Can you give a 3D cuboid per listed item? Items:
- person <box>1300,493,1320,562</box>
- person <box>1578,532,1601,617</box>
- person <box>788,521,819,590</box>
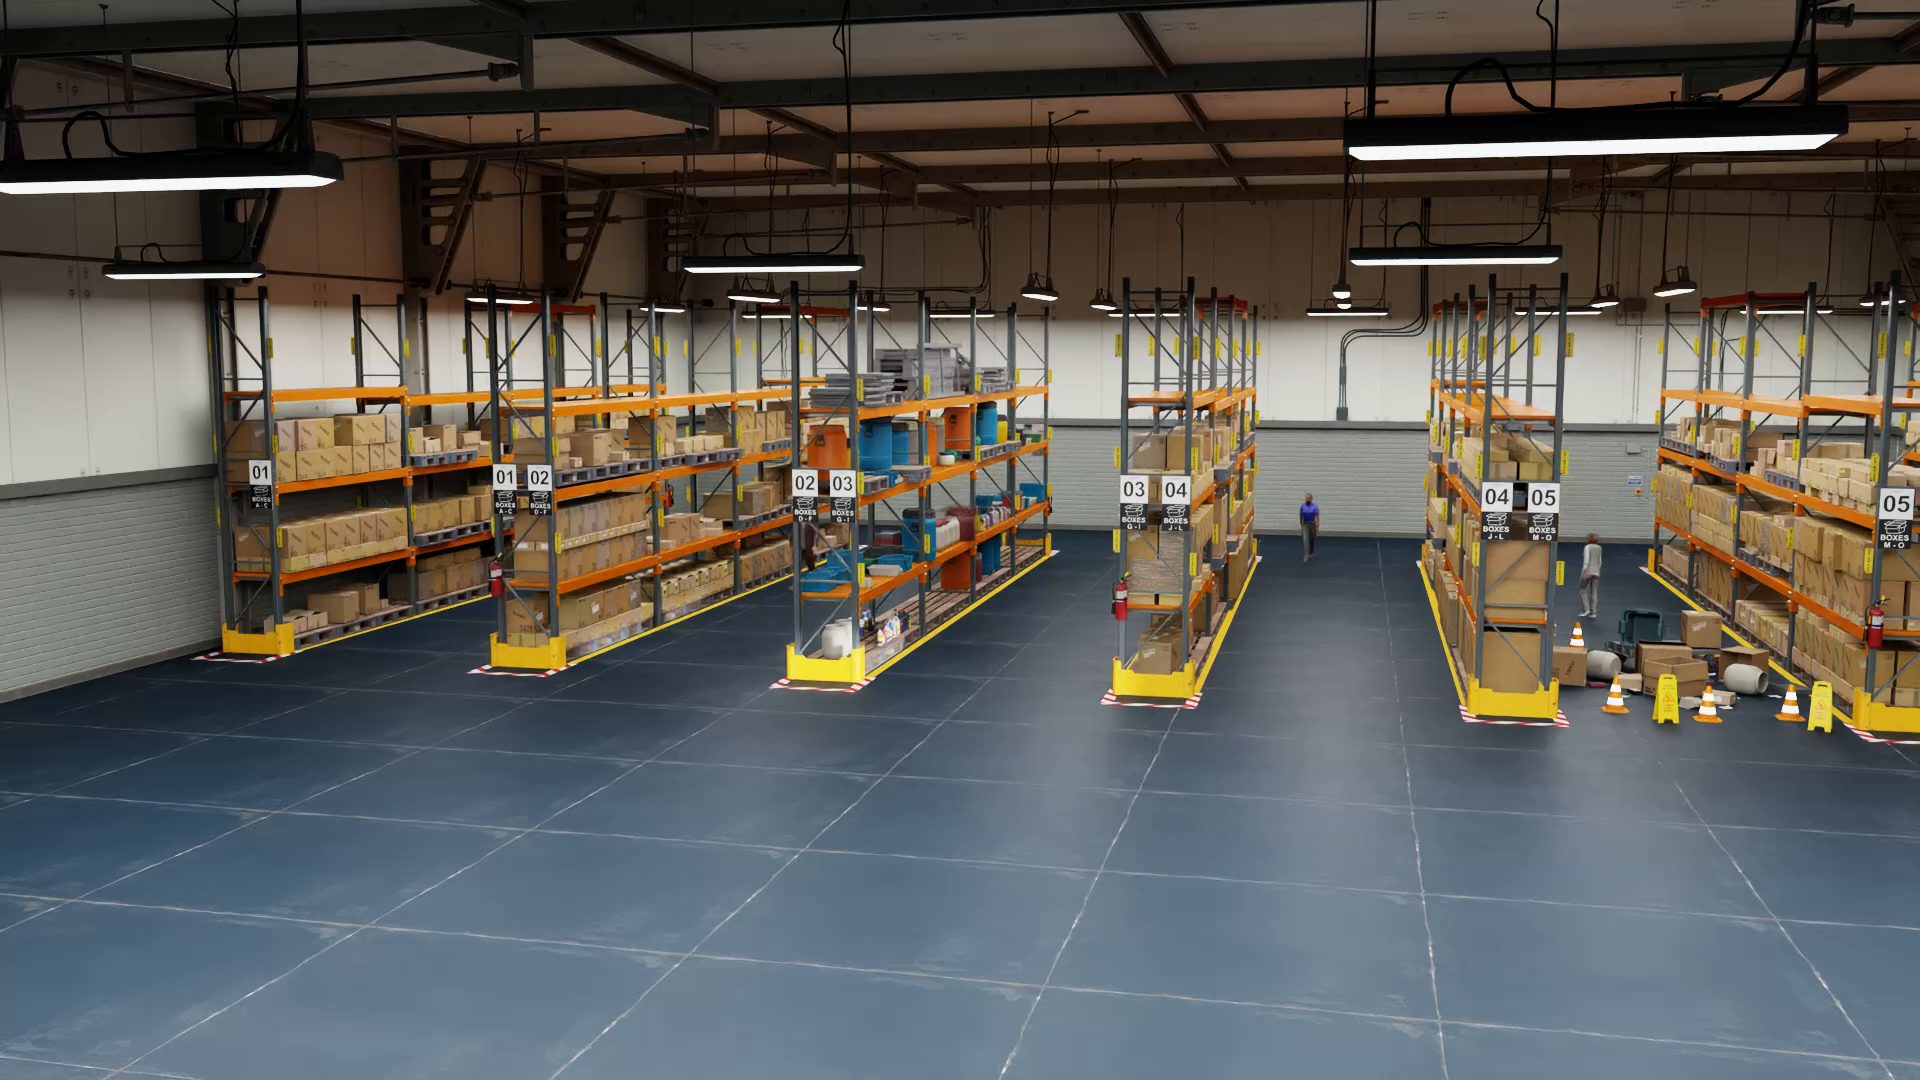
[{"bbox_3d":[8.244,-0.312,39.212,0.454,1.595,1.033,1,7,11],"label":"person"},{"bbox_3d":[11.773,0.670,30.962,0.428,1.625,0.468,-1,7,-8],"label":"person"},{"bbox_3d":[-3.285,0.139,34.655,0.698,1.719,1.099,2,7,14],"label":"person"}]
